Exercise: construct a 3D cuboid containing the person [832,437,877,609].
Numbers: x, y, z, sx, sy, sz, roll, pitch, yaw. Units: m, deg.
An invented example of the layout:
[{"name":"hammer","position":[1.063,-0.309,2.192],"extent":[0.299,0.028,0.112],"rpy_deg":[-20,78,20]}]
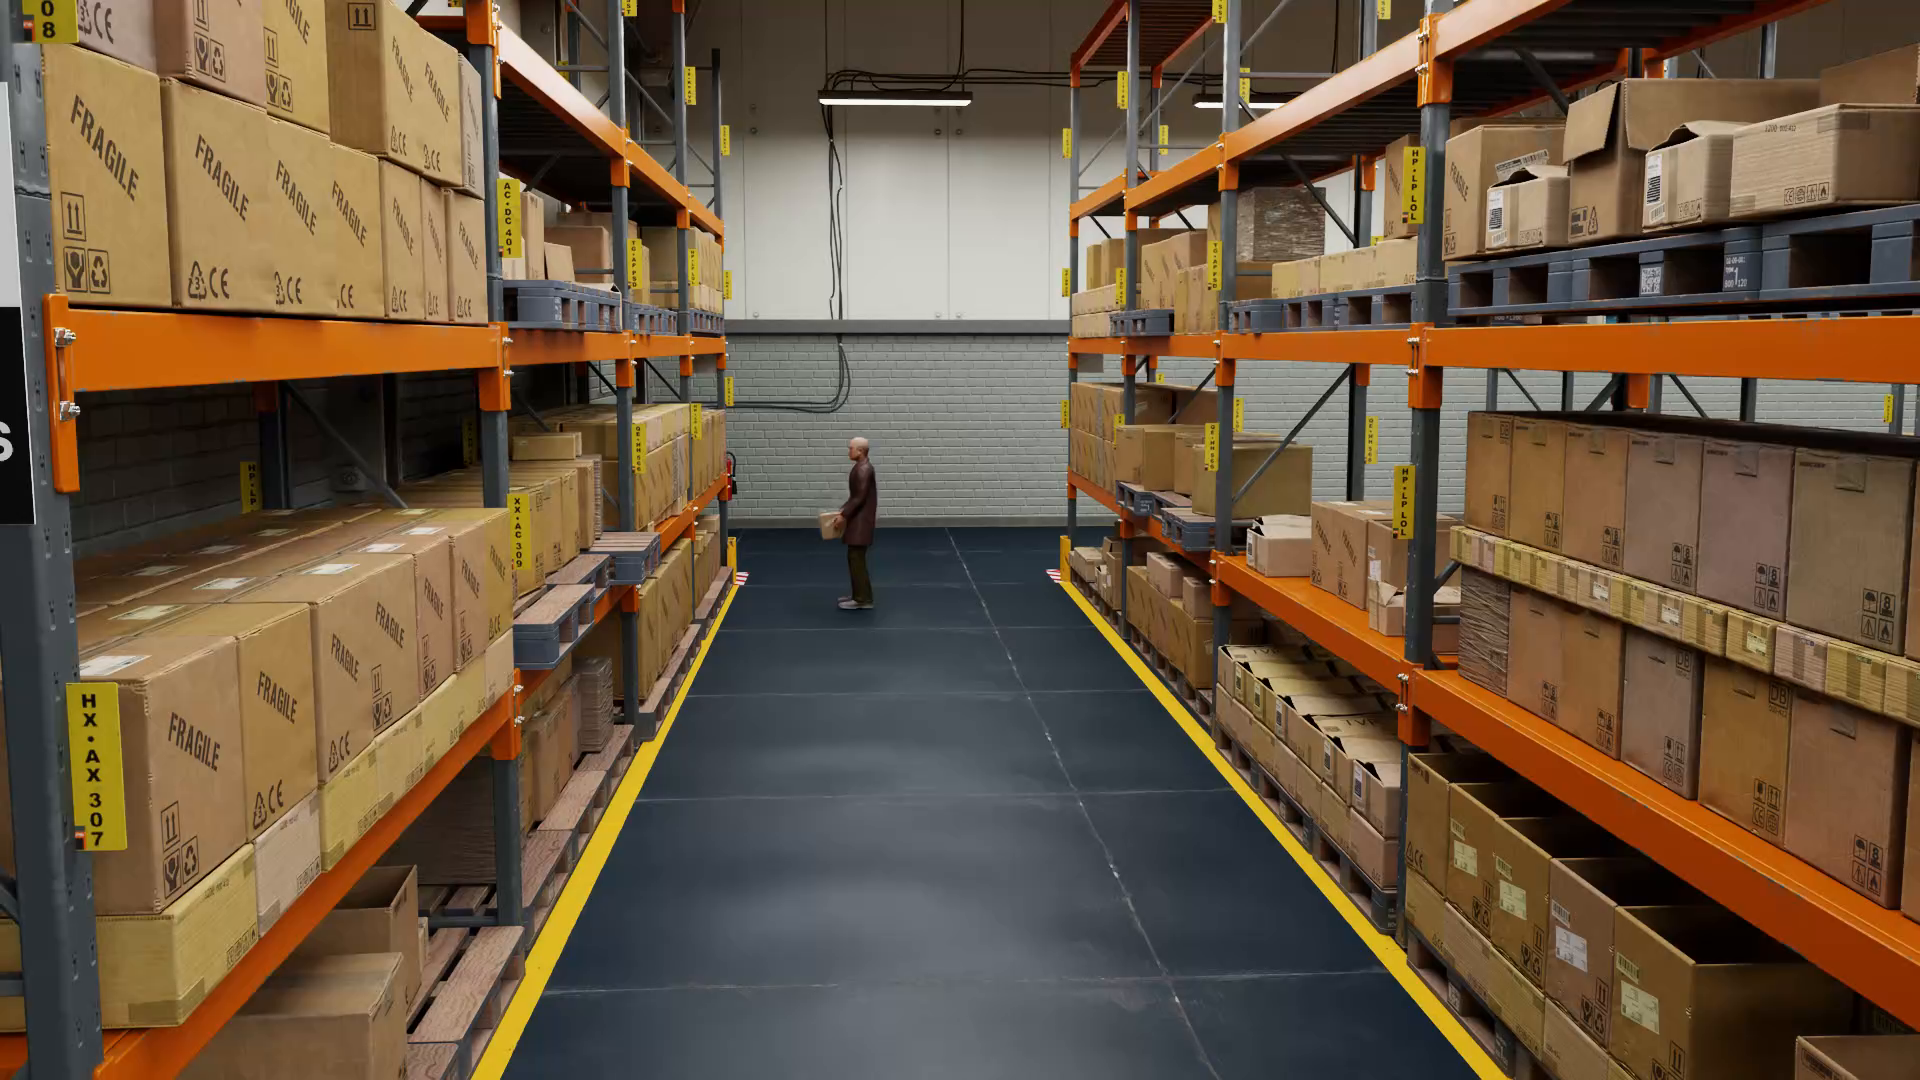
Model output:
[{"name":"person","position":[-1.097,-0.181,17.308],"extent":[0.467,1.782,0.575],"rpy_deg":[-1,7,-5]}]
